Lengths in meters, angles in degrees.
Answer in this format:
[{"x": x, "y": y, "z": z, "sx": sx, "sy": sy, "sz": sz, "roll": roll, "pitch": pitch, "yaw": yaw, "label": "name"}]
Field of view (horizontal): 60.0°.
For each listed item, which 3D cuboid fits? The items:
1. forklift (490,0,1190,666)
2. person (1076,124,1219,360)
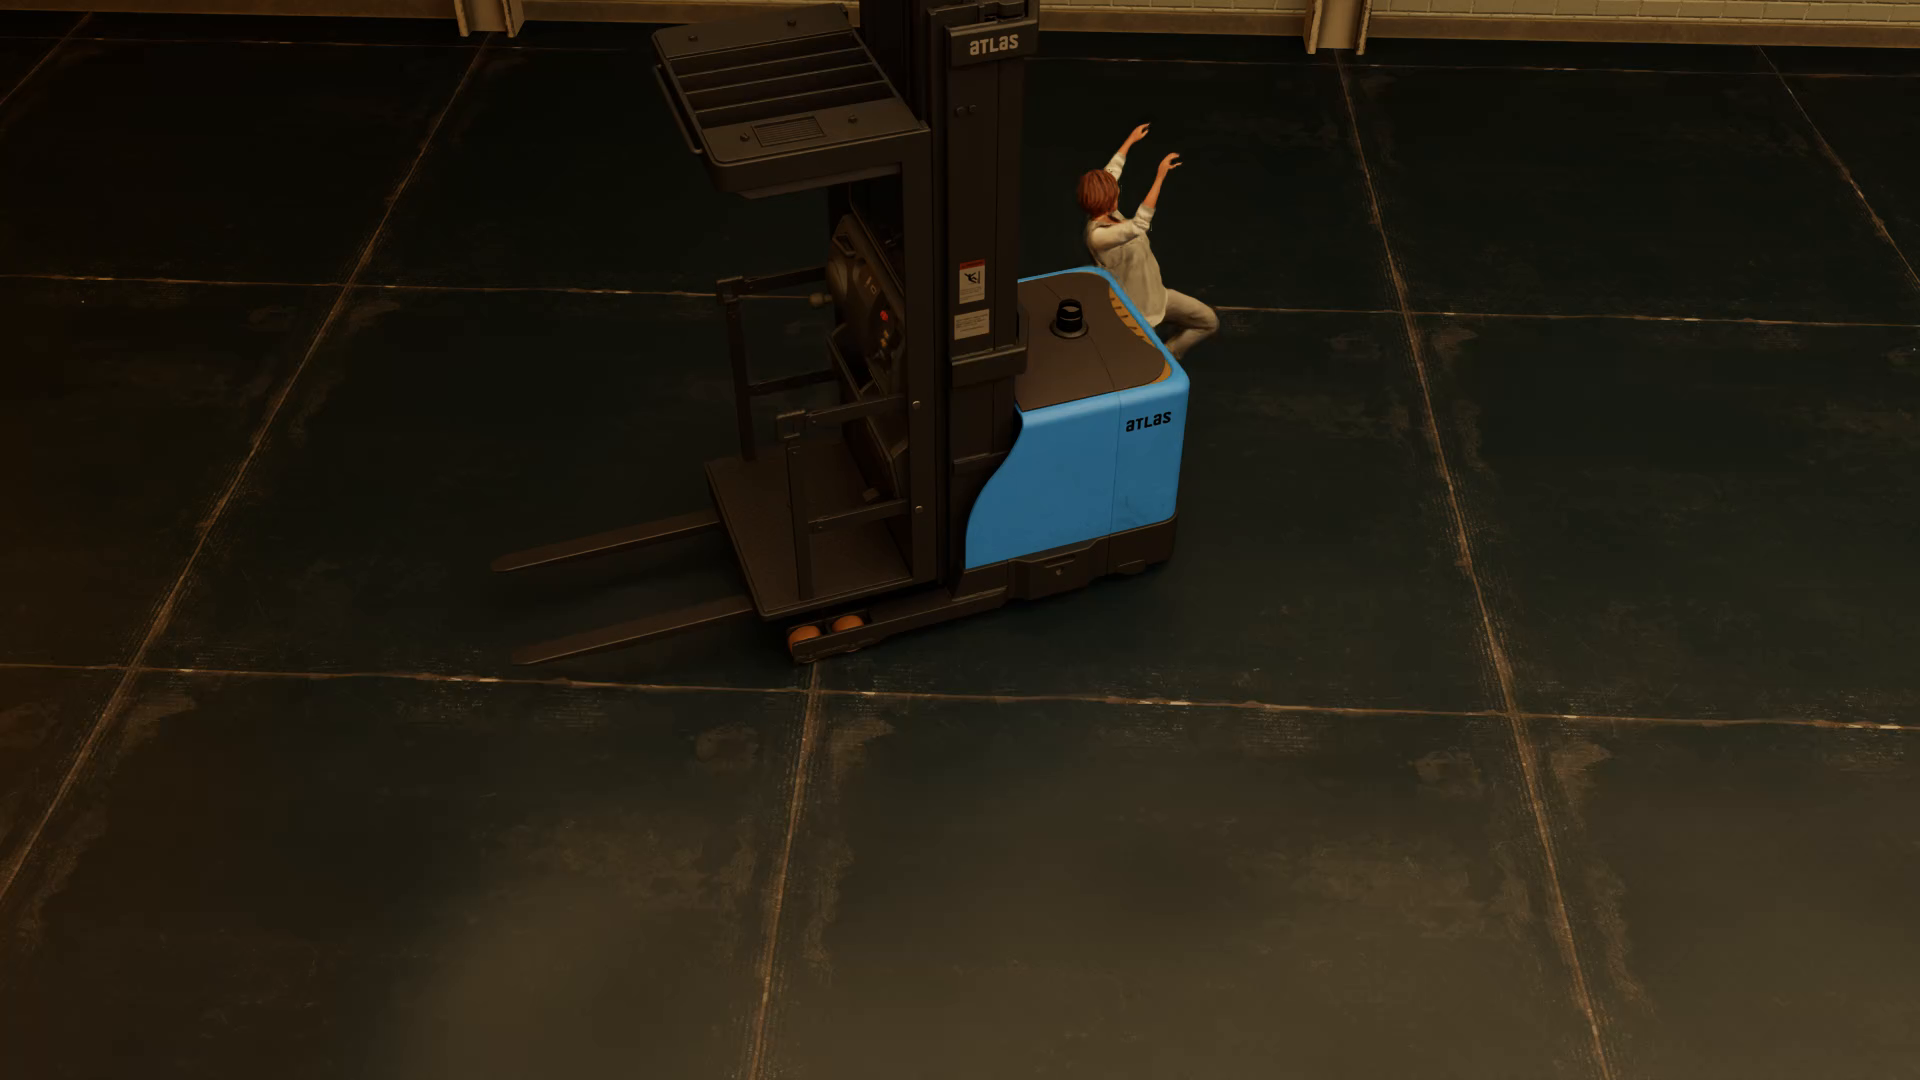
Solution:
[{"x": -0.573, "y": -0.945, "z": 6.778, "sx": 3.031, "sy": 2.935, "sz": 1.130, "roll": -13, "pitch": 44, "yaw": -14, "label": "forklift"}, {"x": 0.964, "y": -1.369, "z": 8.323, "sx": 0.737, "sy": 1.497, "sz": 0.947, "roll": 13, "pitch": 44, "yaw": 13, "label": "person"}]
